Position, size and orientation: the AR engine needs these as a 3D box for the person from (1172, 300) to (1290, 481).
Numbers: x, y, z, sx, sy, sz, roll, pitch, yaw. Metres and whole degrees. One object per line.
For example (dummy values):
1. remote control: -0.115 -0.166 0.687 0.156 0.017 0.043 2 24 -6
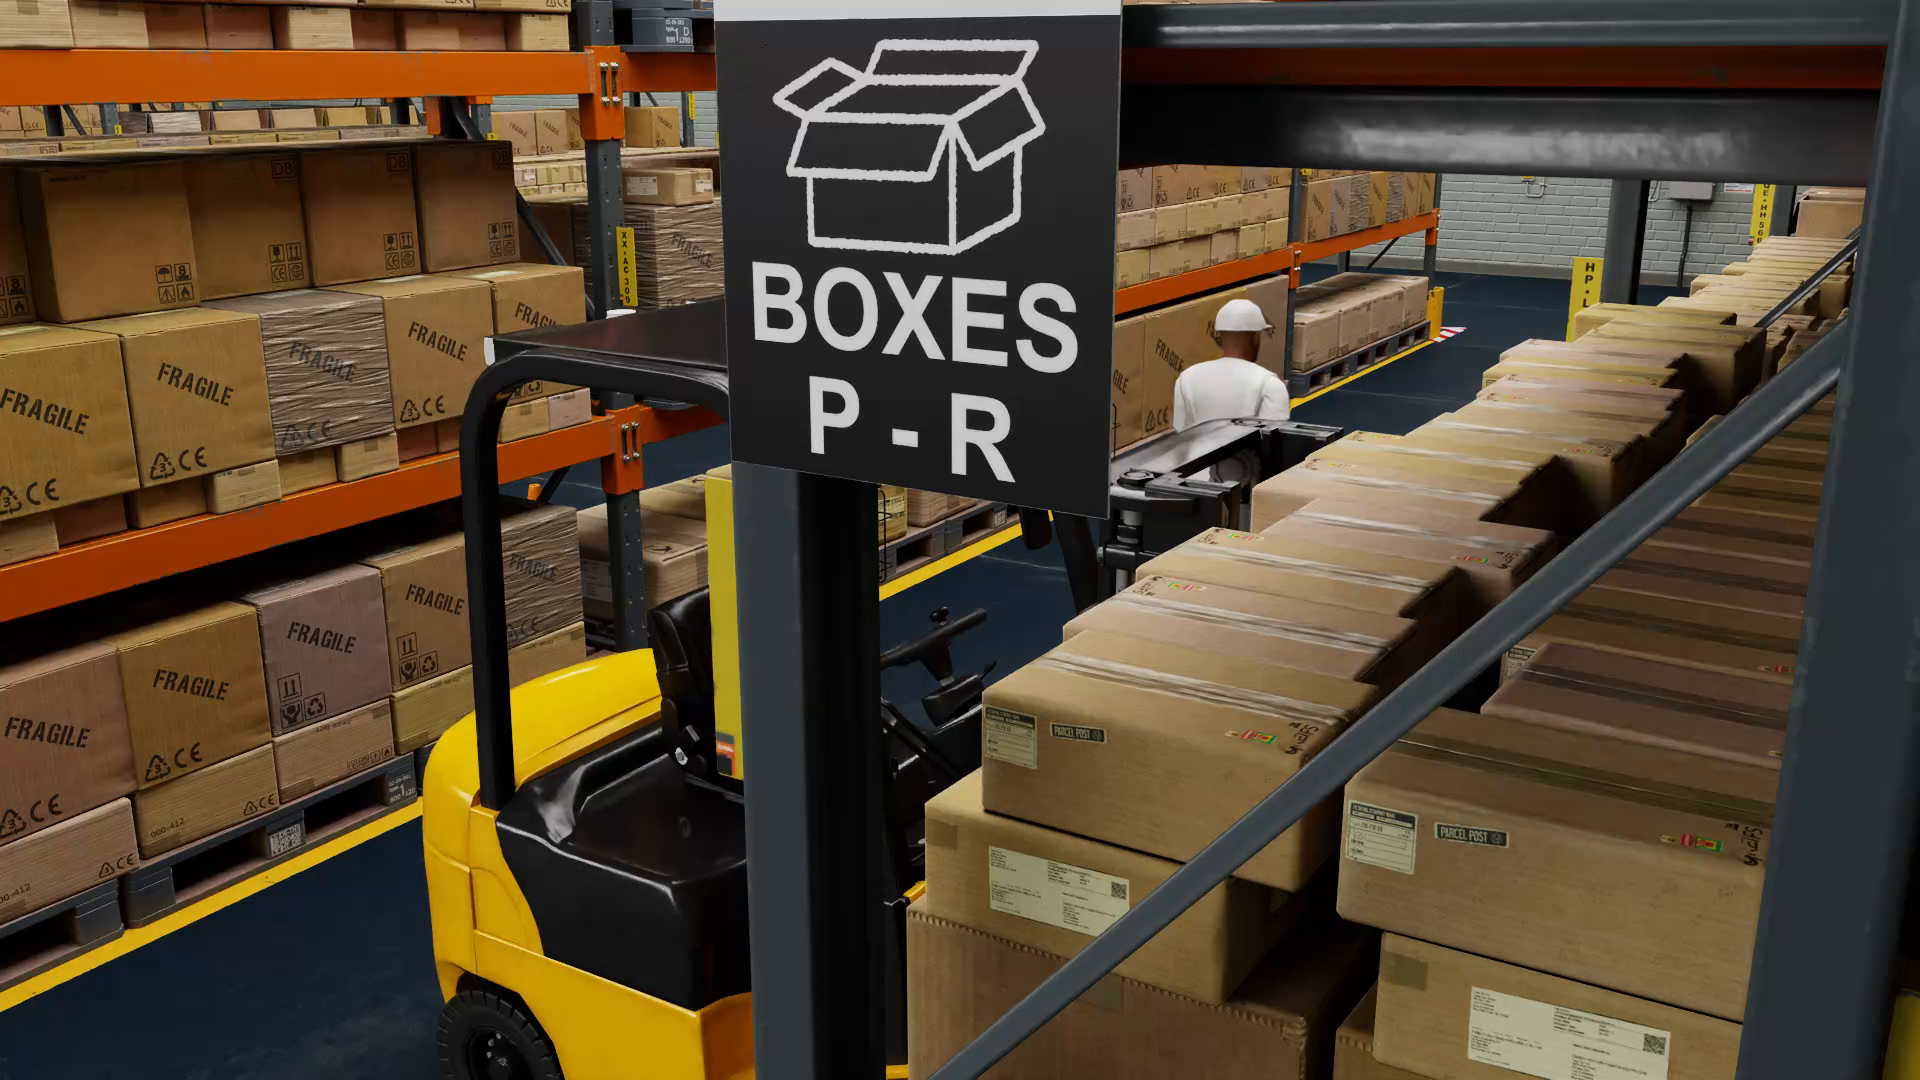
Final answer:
1. person: 1.185 -0.143 7.378 0.598 1.825 0.703 9 19 30
